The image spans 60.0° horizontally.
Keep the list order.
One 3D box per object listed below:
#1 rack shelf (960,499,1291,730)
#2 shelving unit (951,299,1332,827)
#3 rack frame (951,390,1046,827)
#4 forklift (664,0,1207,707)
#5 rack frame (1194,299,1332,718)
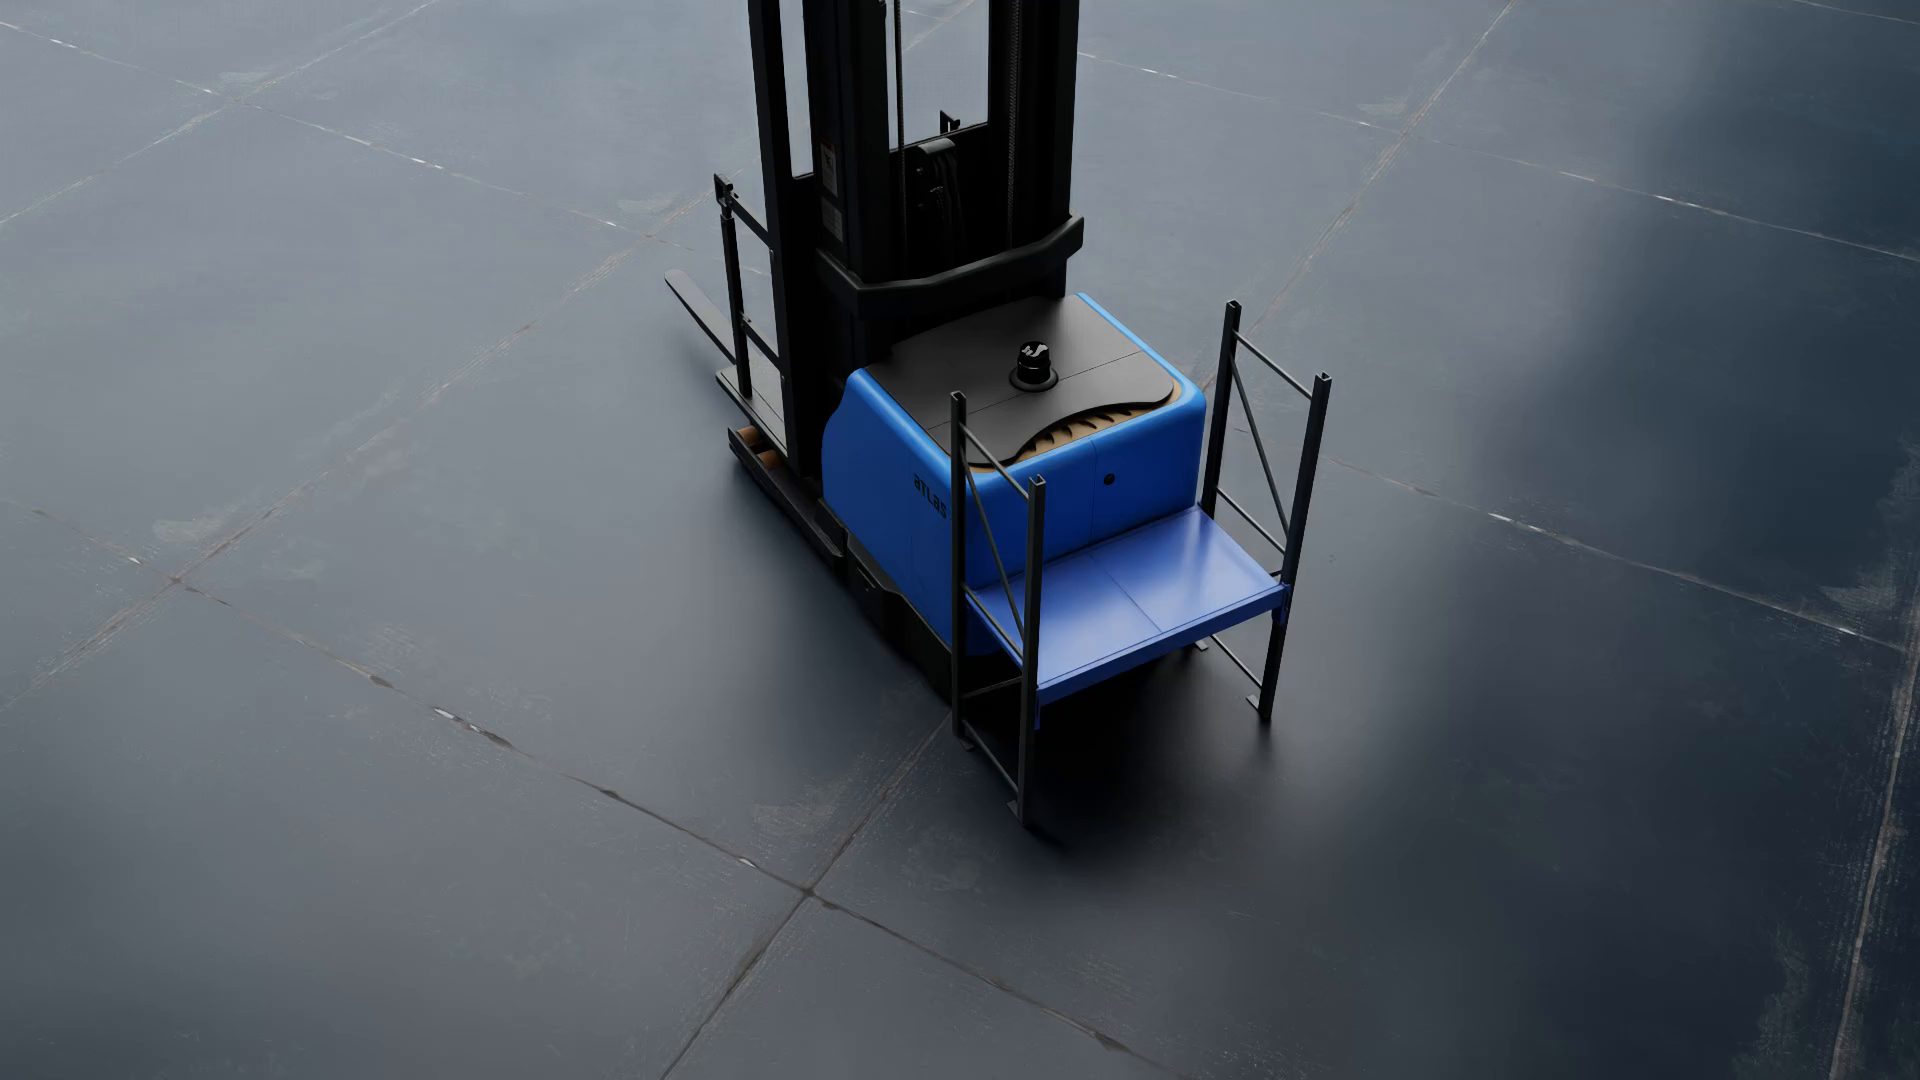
[{"bbox_3d":[0.550,0.233,5.623,1.000,0.185,0.538,-20,45,-22],"label":"rack shelf"},{"bbox_3d":[0.550,0.098,5.504,1.048,1.500,0.538,-20,45,-22],"label":"shelving unit"},{"bbox_3d":[0.106,0.262,5.317,0.032,1.500,0.500,-20,45,-22],"label":"rack frame"},{"bbox_3d":[-0.327,-1.456,6.186,1.130,2.935,3.031,-22,46,-23],"label":"forklift"},{"bbox_3d":[0.993,-0.067,5.691,0.032,1.500,0.500,-20,45,-22],"label":"rack frame"}]
